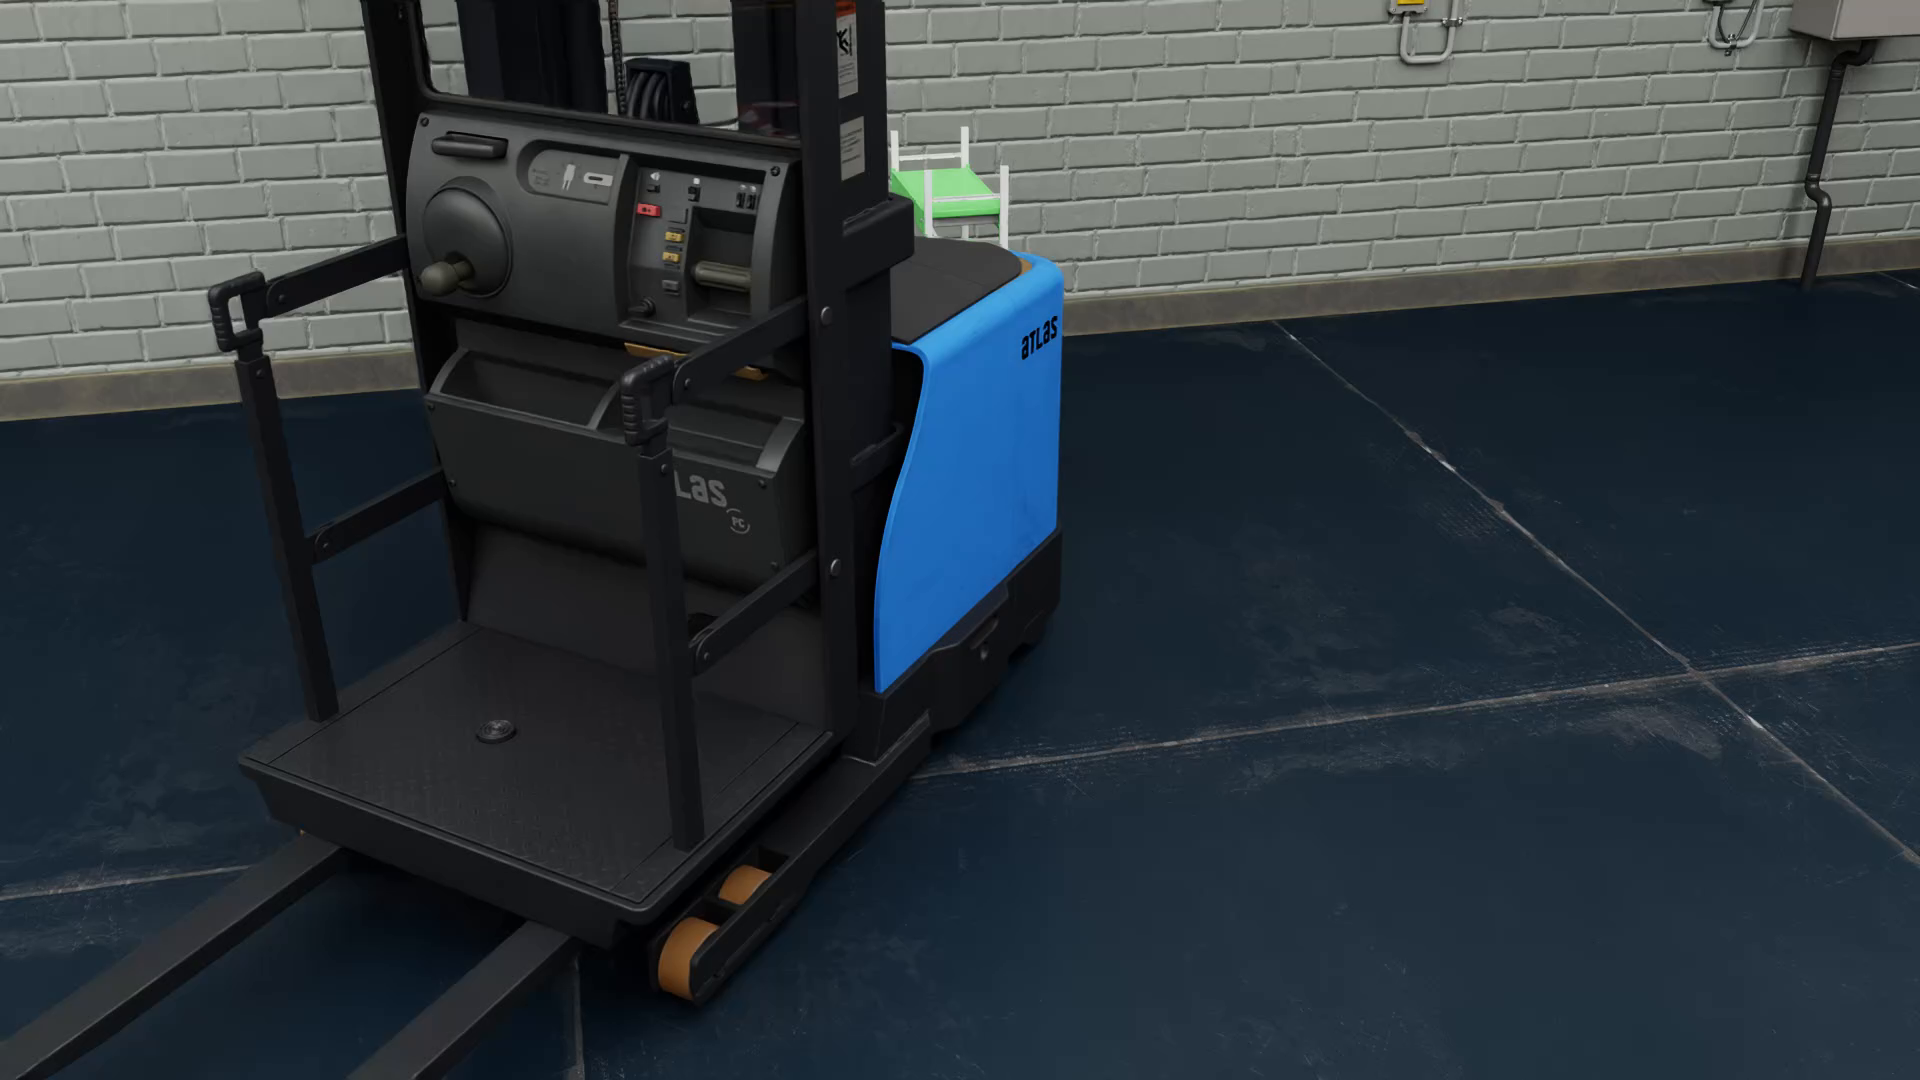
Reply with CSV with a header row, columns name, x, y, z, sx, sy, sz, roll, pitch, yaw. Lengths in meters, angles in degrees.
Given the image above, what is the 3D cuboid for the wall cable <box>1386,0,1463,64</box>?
name,x,y,z,sx,sy,sz,roll,pitch,yaw
wall cable,1.758,-2.776,6.259,0.585,1.953,0.123,-6,27,-12

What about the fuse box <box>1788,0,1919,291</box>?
name,x,y,z,sx,sy,sz,roll,pitch,yaw
fuse box,3.838,-1.883,7.081,0.539,1.711,0.414,-6,27,-12

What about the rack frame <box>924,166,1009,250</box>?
name,x,y,z,sx,sy,sz,roll,pitch,yaw
rack frame,0.018,-0.501,4.911,0.240,1.200,0.015,-6,27,-12

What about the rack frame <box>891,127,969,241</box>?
name,x,y,z,sx,sy,sz,roll,pitch,yaw
rack frame,-0.092,-0.715,5.336,0.240,1.200,0.015,-6,27,-12

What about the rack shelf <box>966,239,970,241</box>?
name,x,y,z,sx,sy,sz,roll,pitch,yaw
rack shelf,-0.037,-0.766,5.044,0.258,0.148,0.480,-6,27,-12

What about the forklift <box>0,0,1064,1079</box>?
name,x,y,z,sx,sy,sz,roll,pitch,yaw
forklift,-0.847,-0.600,3.186,1.130,2.935,3.031,13,30,25

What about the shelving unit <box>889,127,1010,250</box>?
name,x,y,z,sx,sy,sz,roll,pitch,yaw
shelving unit,-0.037,-0.608,5.124,0.258,1.200,0.503,-6,27,-12

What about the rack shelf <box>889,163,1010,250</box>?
name,x,y,z,sx,sy,sz,roll,pitch,yaw
rack shelf,-0.037,-0.980,4.936,0.258,0.148,0.480,-6,27,-12

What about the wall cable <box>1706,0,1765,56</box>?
name,x,y,z,sx,sy,sz,roll,pitch,yaw
wall cable,3.138,-2.911,6.561,0.588,1.984,0.122,-6,27,-12
